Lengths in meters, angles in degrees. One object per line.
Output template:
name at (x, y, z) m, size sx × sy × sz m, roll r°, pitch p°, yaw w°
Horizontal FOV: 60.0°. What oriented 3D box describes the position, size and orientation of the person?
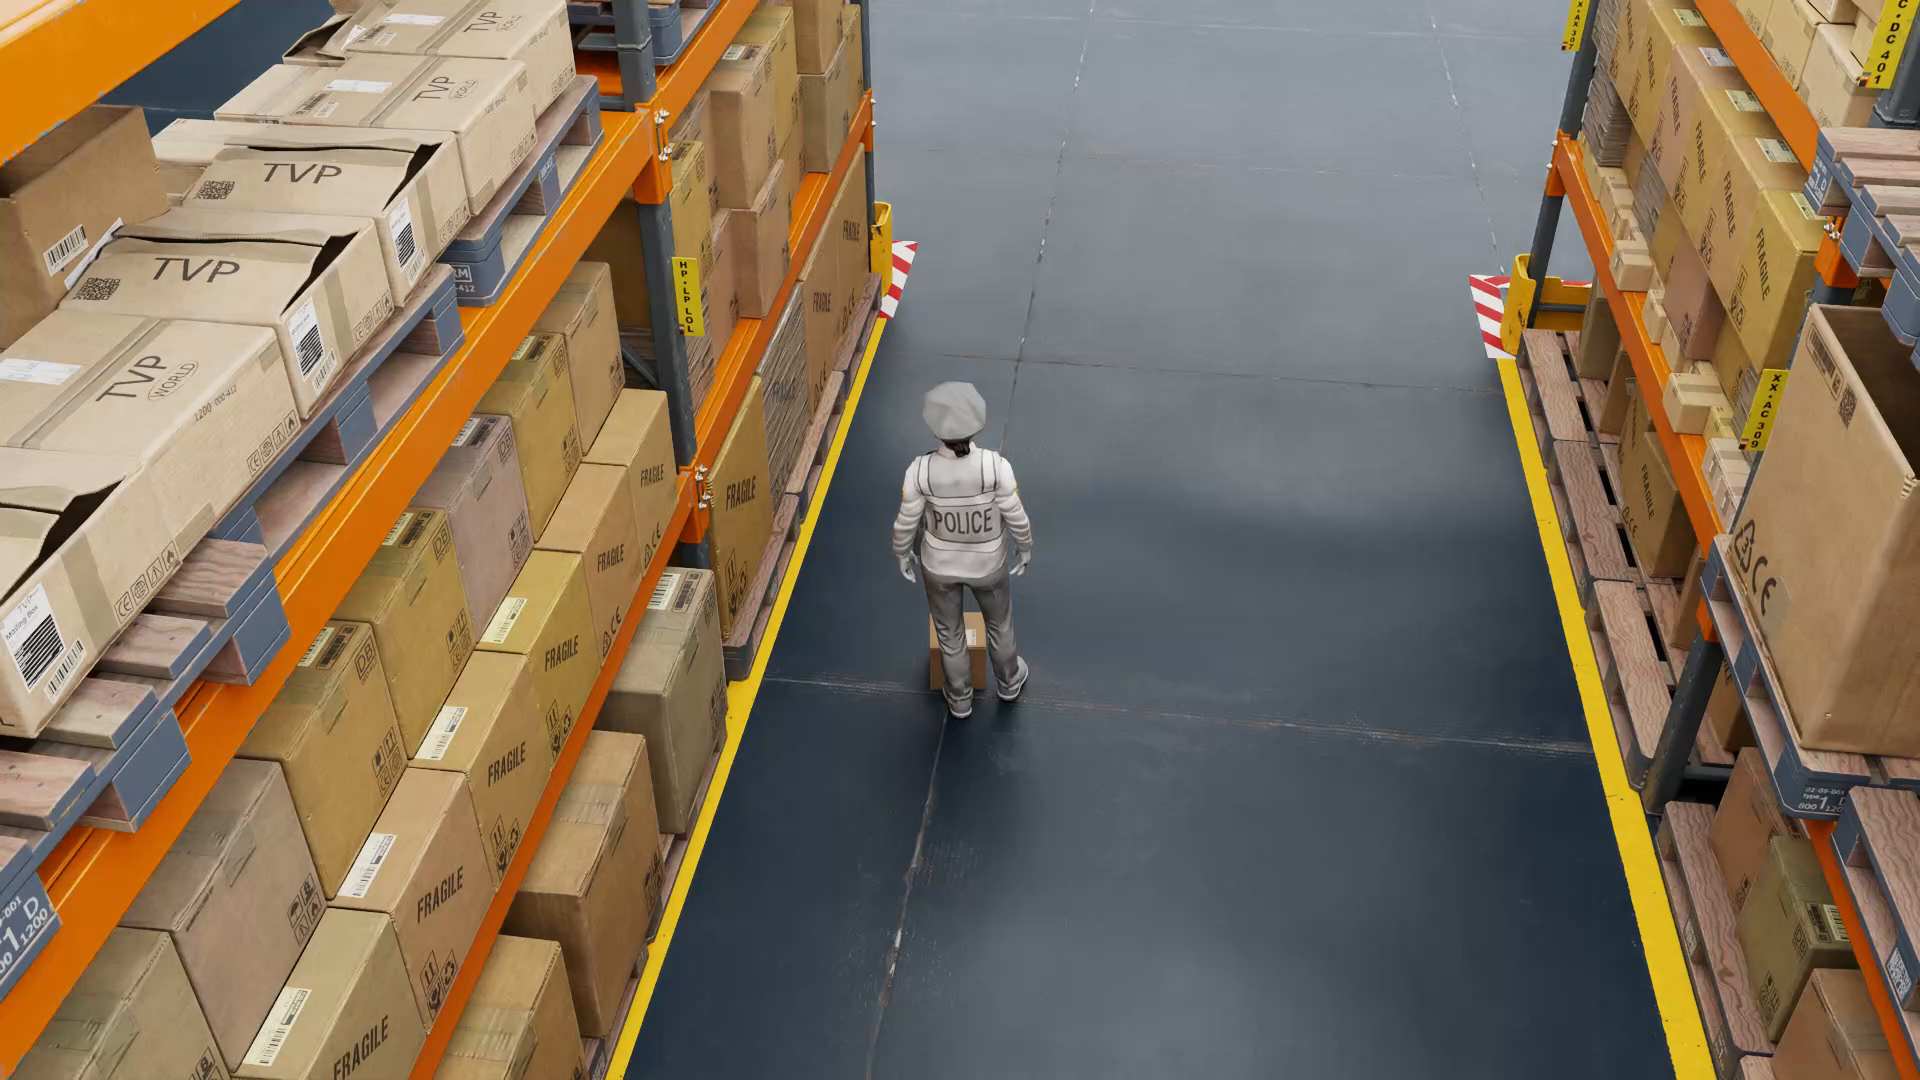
person at (0.016, 0.038, 6.943) m, size 0.587 × 1.696 × 0.534 m, roll 0°, pitch 36°, yaw 0°
